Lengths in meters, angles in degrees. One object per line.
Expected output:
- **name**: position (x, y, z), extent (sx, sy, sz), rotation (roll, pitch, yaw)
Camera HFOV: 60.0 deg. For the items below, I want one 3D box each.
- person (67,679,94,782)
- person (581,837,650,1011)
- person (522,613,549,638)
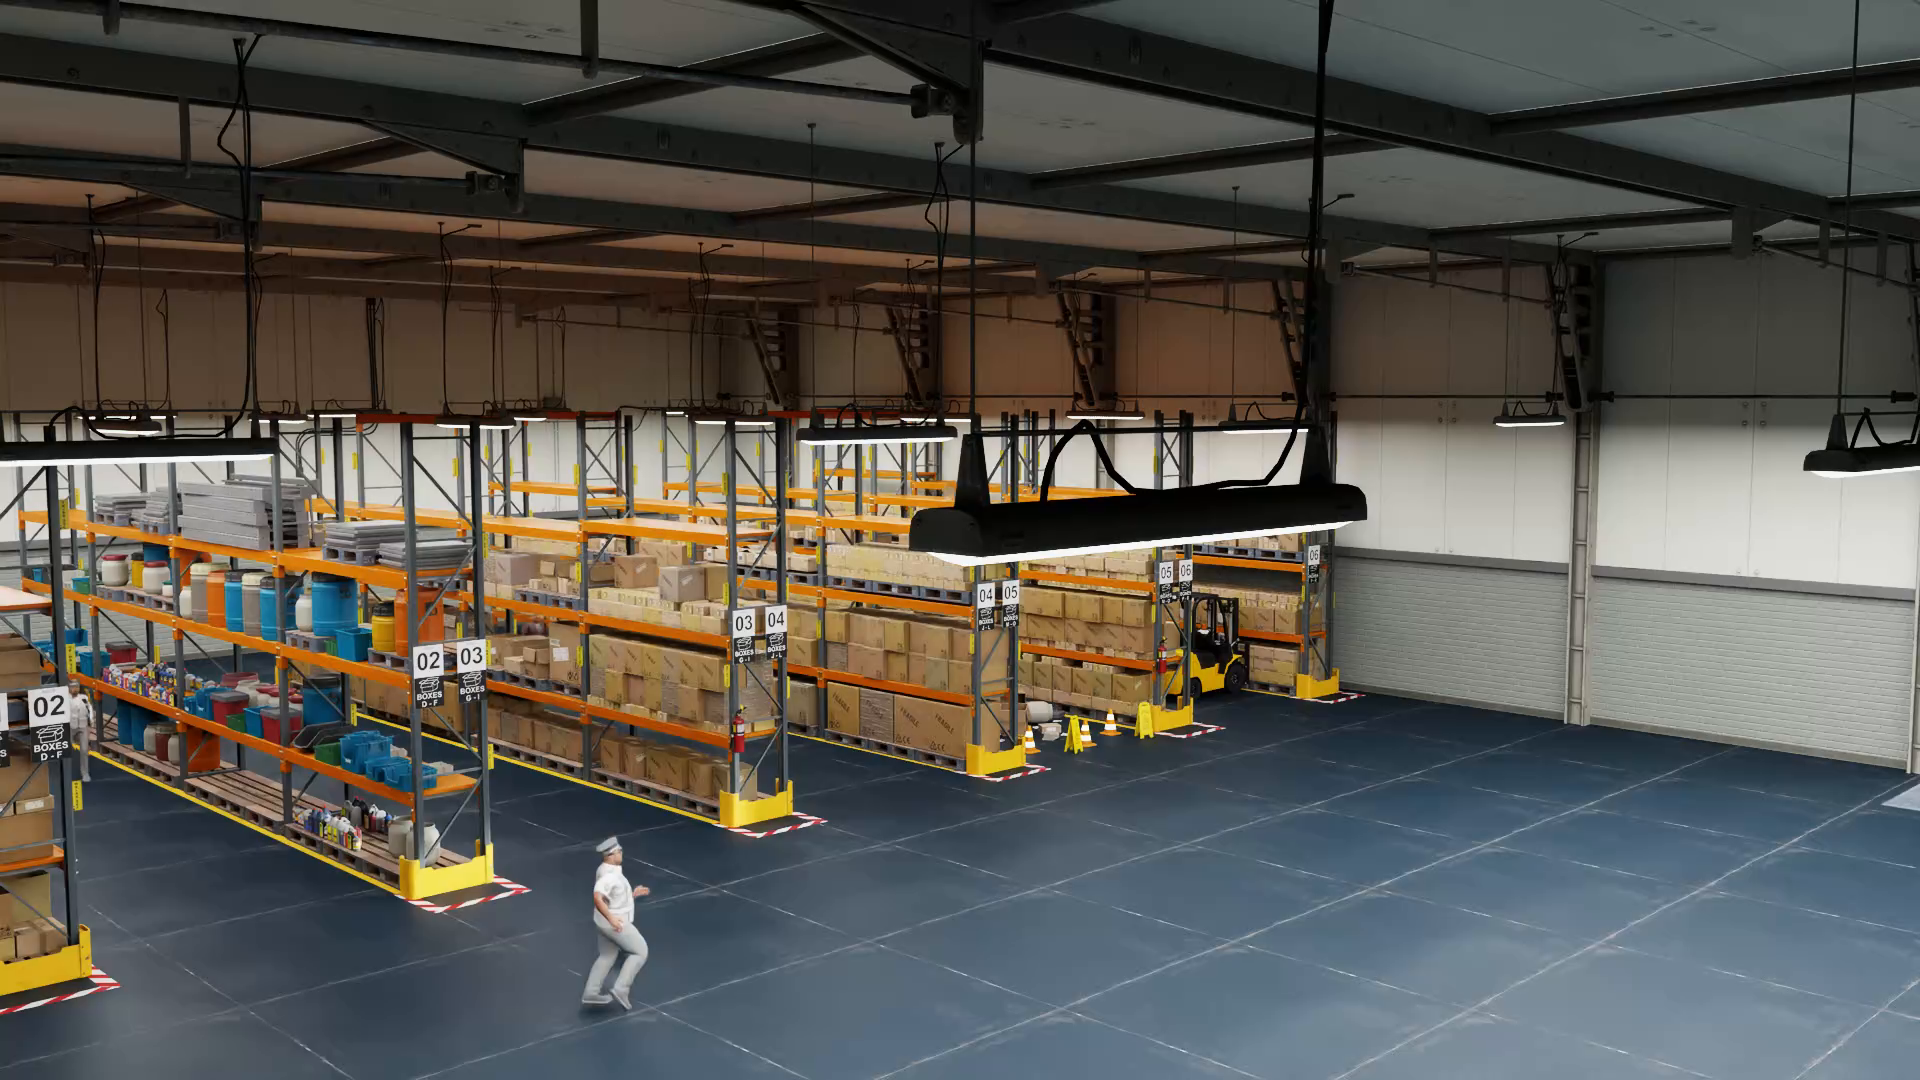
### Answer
- **person**: position (-14.552, 3.101, 27.334), extent (0.573, 1.673, 0.923), rotation (-5, 7, -42)
- **person**: position (-3.543, 3.966, 17.184), extent (0.722, 1.818, 0.634), rotation (-3, 6, -29)
- **person**: position (-8.985, 2.394, 35.358), extent (0.720, 1.820, 0.956), rotation (-4, 6, -38)
